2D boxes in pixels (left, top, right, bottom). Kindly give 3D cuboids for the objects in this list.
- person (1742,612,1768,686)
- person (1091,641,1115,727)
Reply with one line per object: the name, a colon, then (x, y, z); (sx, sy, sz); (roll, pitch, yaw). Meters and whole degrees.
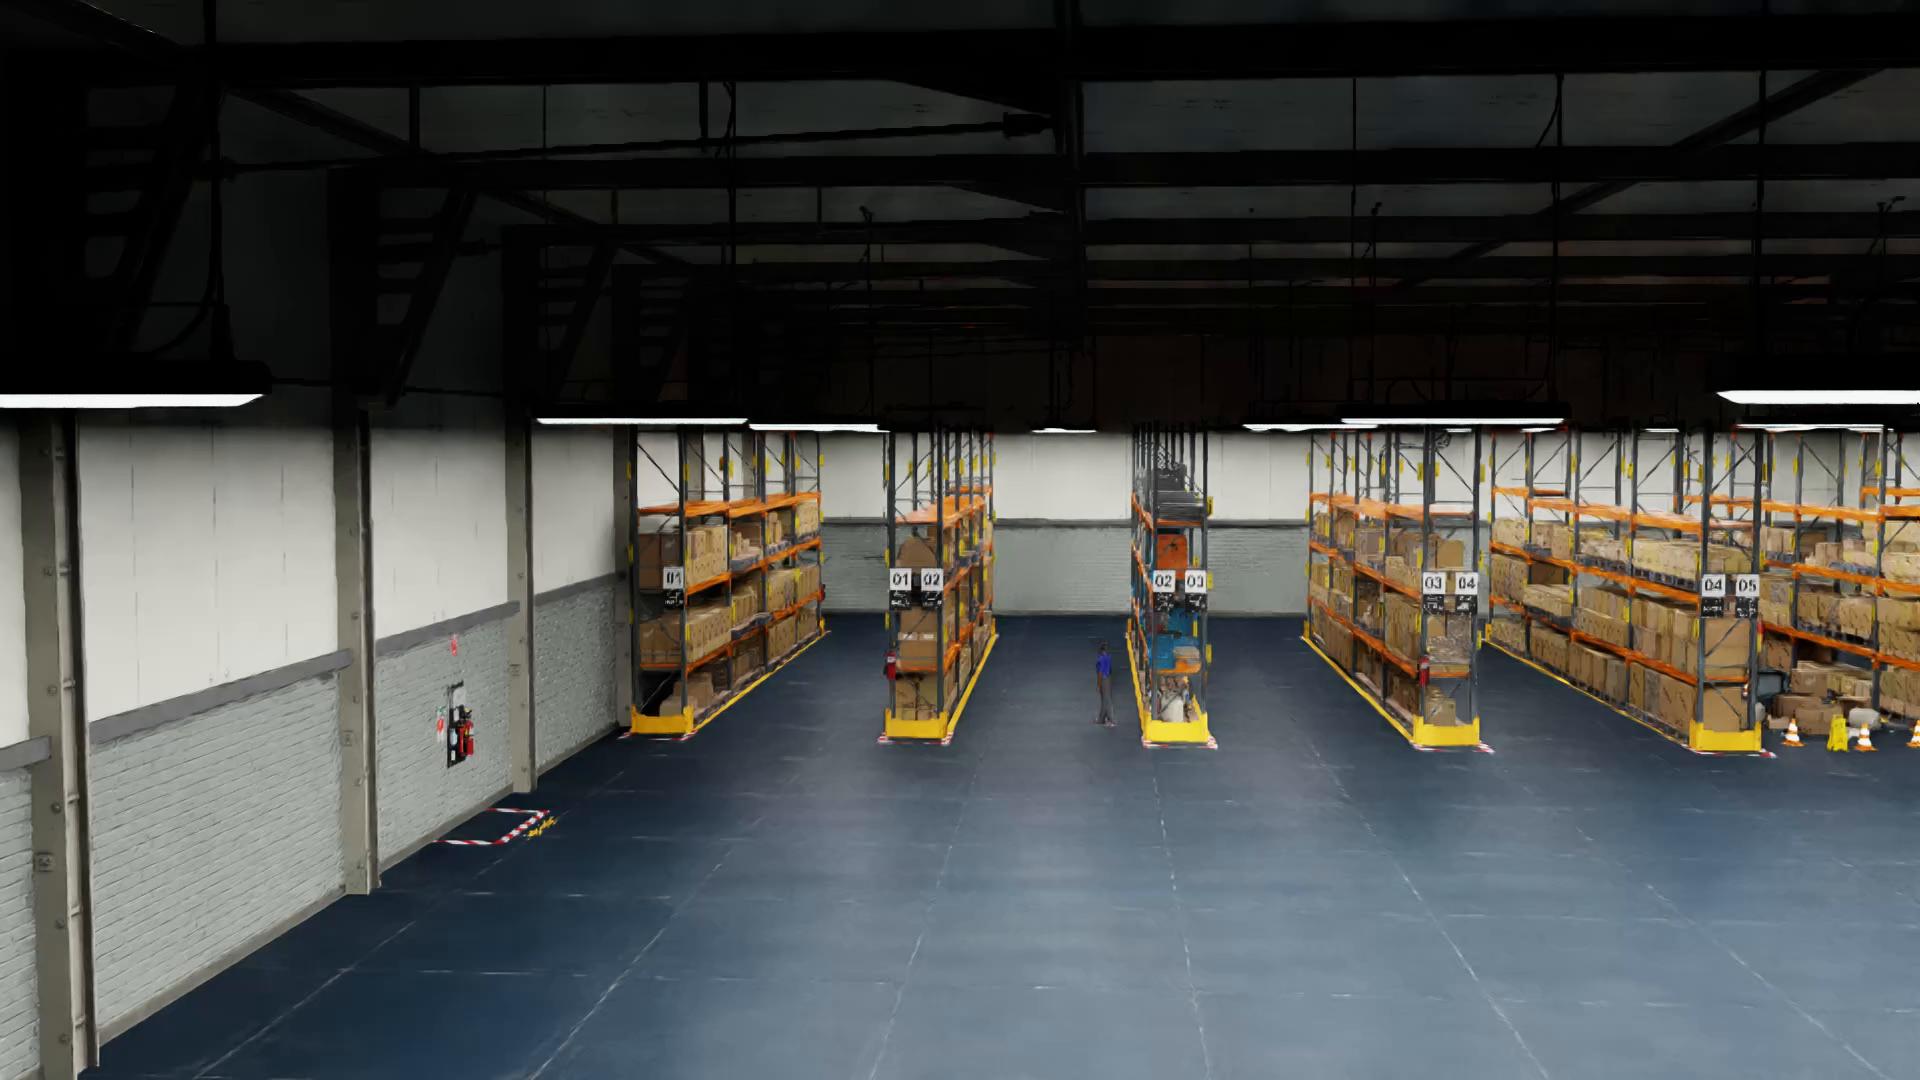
person: (17.922, 2.476, 37.466); (0.532, 1.719, 0.651); (2, 4, 28)
person: (2.812, 2.815, 32.666); (0.562, 1.651, 0.587); (1, 4, 22)
